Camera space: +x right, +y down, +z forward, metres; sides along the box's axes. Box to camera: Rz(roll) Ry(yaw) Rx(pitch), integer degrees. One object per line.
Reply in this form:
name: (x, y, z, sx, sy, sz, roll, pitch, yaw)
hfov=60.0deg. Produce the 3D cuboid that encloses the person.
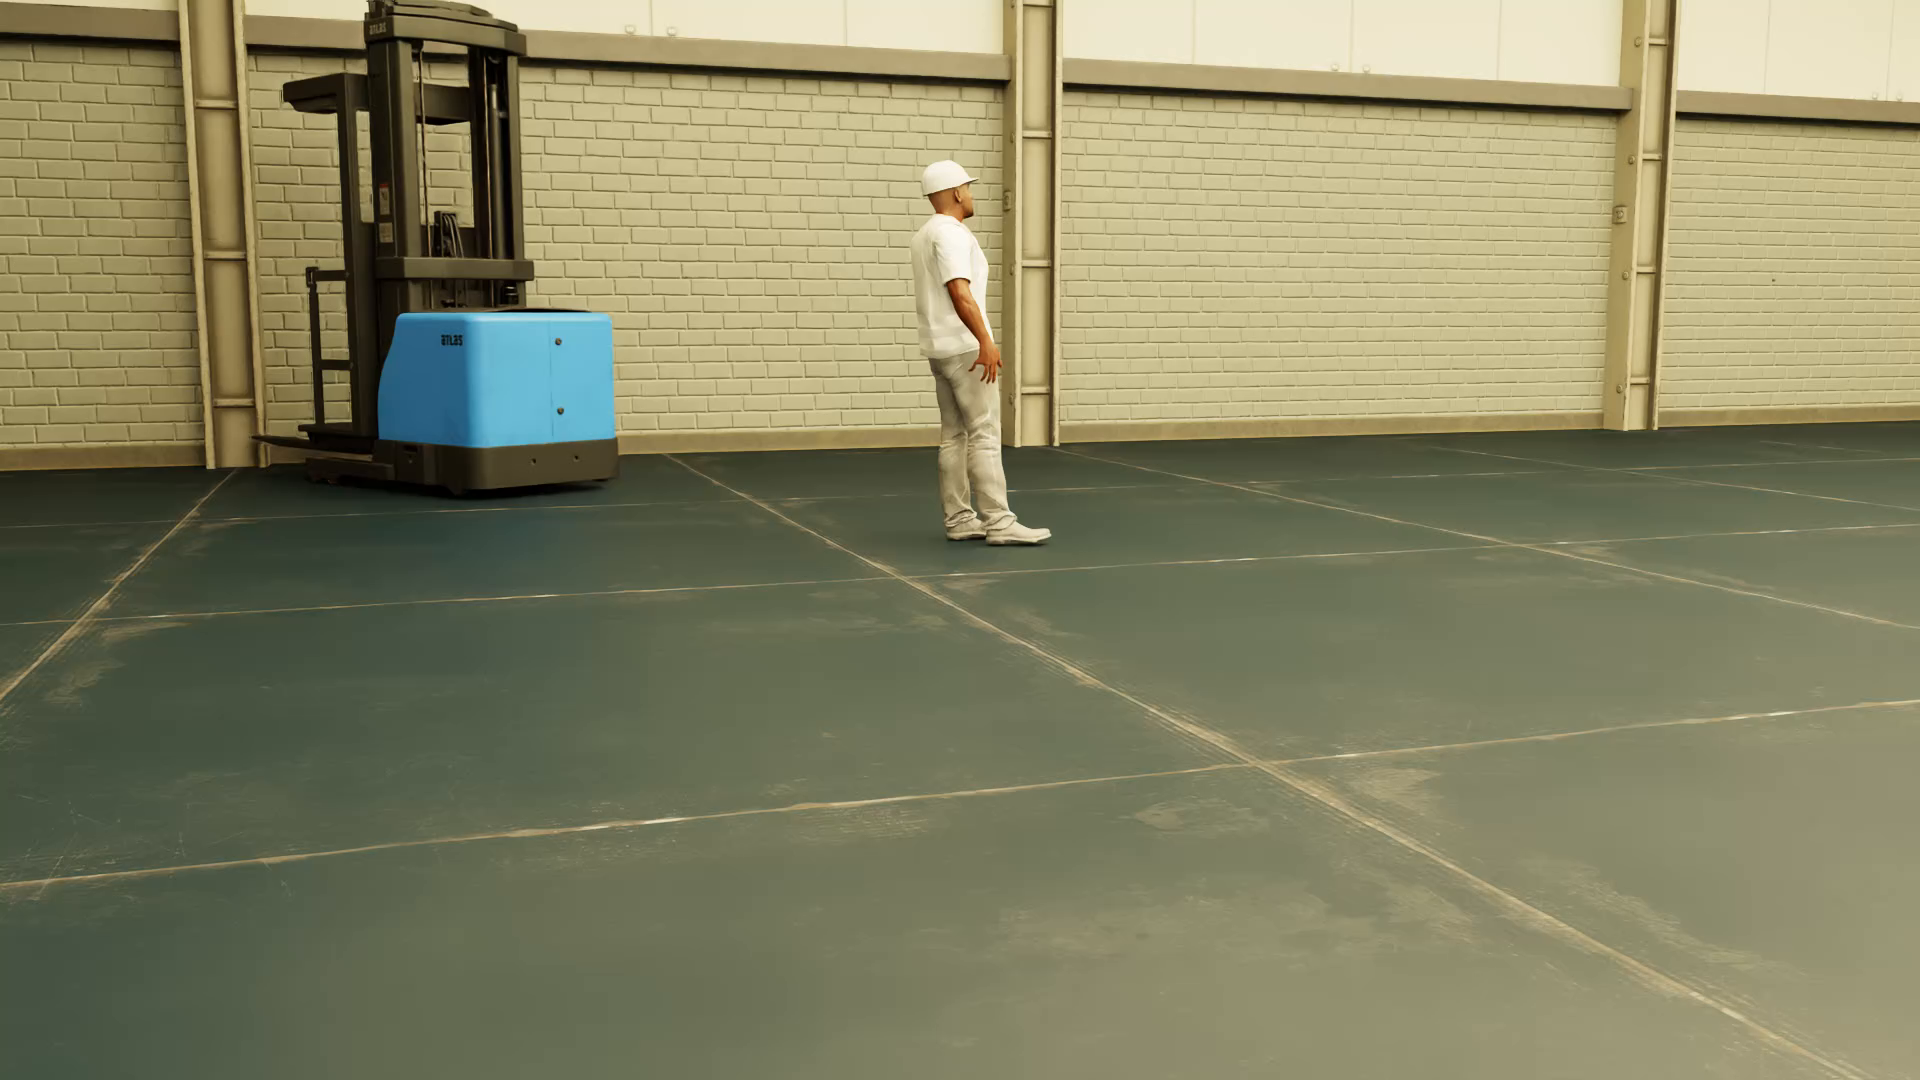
person: (0.068, -0.884, 7.821, 0.575, 1.768, 0.666, -3, 8, -18)

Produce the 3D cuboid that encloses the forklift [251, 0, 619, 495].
forklift: (-3.553, -1.850, 10.649, 3.031, 2.935, 1.130, 7, 10, 40)
